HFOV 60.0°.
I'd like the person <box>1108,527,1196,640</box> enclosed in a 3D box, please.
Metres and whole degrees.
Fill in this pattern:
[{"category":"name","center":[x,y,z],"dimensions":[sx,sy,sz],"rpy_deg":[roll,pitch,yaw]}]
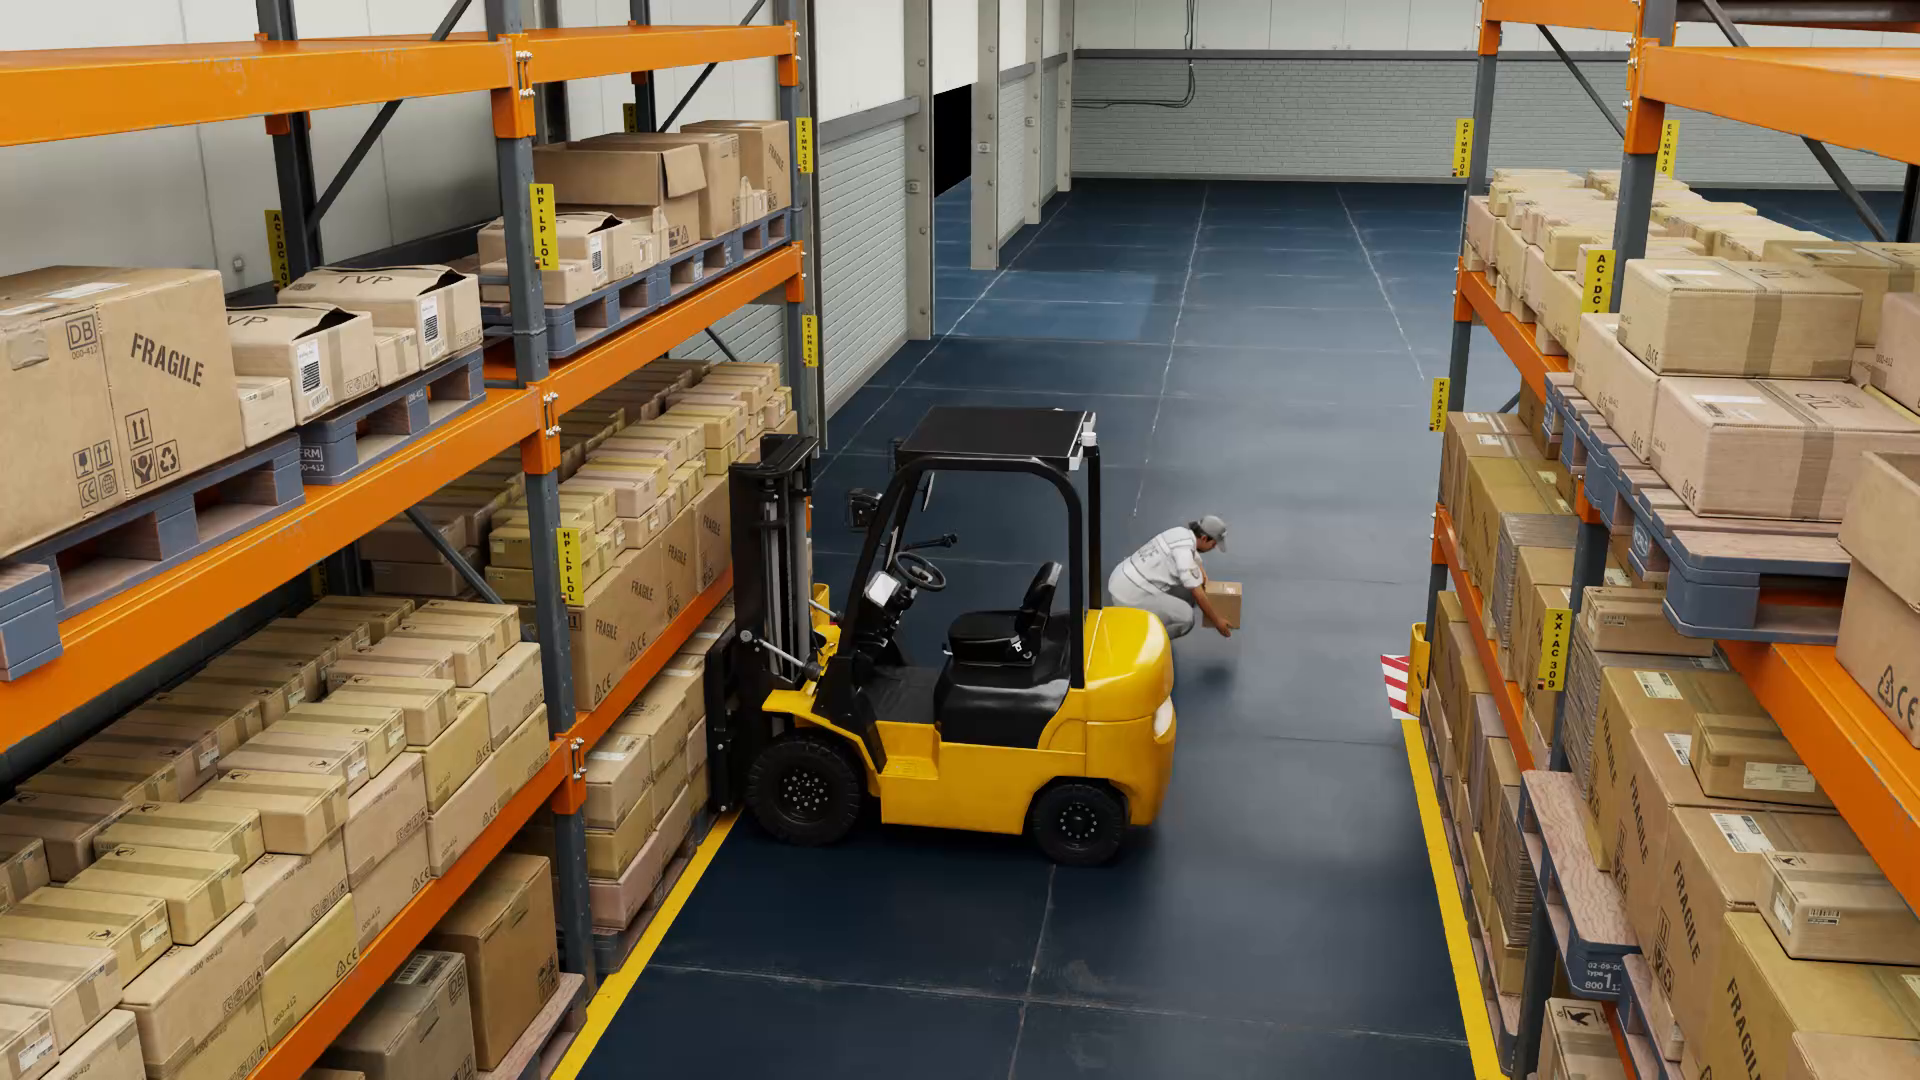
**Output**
[{"category":"person","center":[1.313,0.313,11.366],"dimensions":[0.600,0.812,0.522],"rpy_deg":[3,18,8]}]
